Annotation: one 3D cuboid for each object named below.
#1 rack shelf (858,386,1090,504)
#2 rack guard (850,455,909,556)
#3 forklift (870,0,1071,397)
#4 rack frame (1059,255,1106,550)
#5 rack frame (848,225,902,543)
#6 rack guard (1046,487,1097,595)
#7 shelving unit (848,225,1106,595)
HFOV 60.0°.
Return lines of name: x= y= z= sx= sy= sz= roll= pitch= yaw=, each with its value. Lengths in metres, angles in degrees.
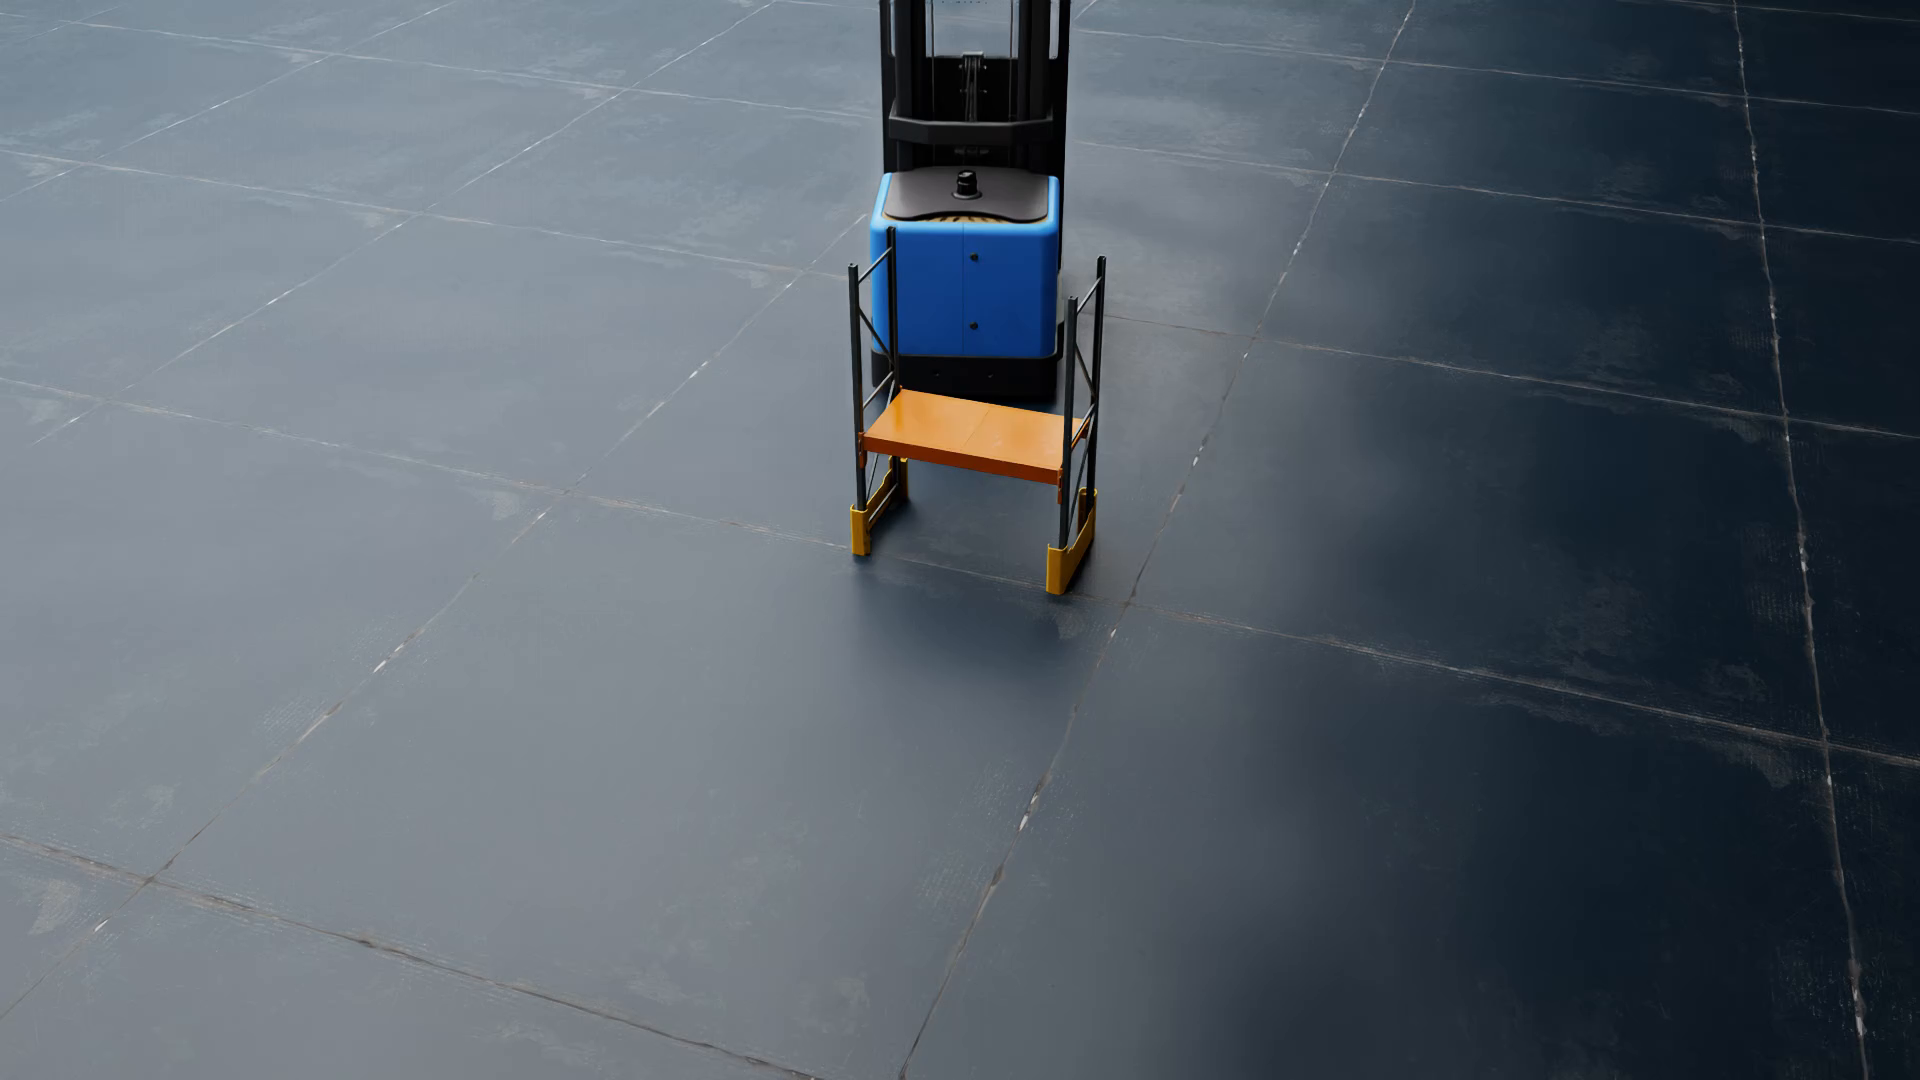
rack shelf: x=0.080 y=-0.463 z=7.917 sx=1.000 sy=0.185 sz=0.538 roll=11 pitch=34 yaw=16
rack guard: x=-0.397 y=-0.182 z=8.302 sx=0.087 sy=0.250 sz=0.587 roll=11 pitch=34 yaw=16
forklift: x=0.099 y=-2.811 z=9.902 sx=1.130 sy=2.935 sz=3.031 roll=2 pitch=33 yaw=3
rack frame: x=0.559 y=-0.521 z=7.675 sx=0.032 sy=1.500 sz=0.500 roll=11 pitch=34 yaw=16
rack frame: x=-0.398 y=-0.707 z=7.963 sx=0.032 sy=1.500 sz=0.500 roll=11 pitch=34 yaw=16
rack guard: x=0.541 y=0.000 z=8.019 sx=0.087 sy=0.250 sz=0.587 roll=11 pitch=34 yaw=16
shelving unit: x=0.072 y=-0.616 z=7.822 sx=1.083 sy=1.500 sz=0.587 roll=11 pitch=34 yaw=16
